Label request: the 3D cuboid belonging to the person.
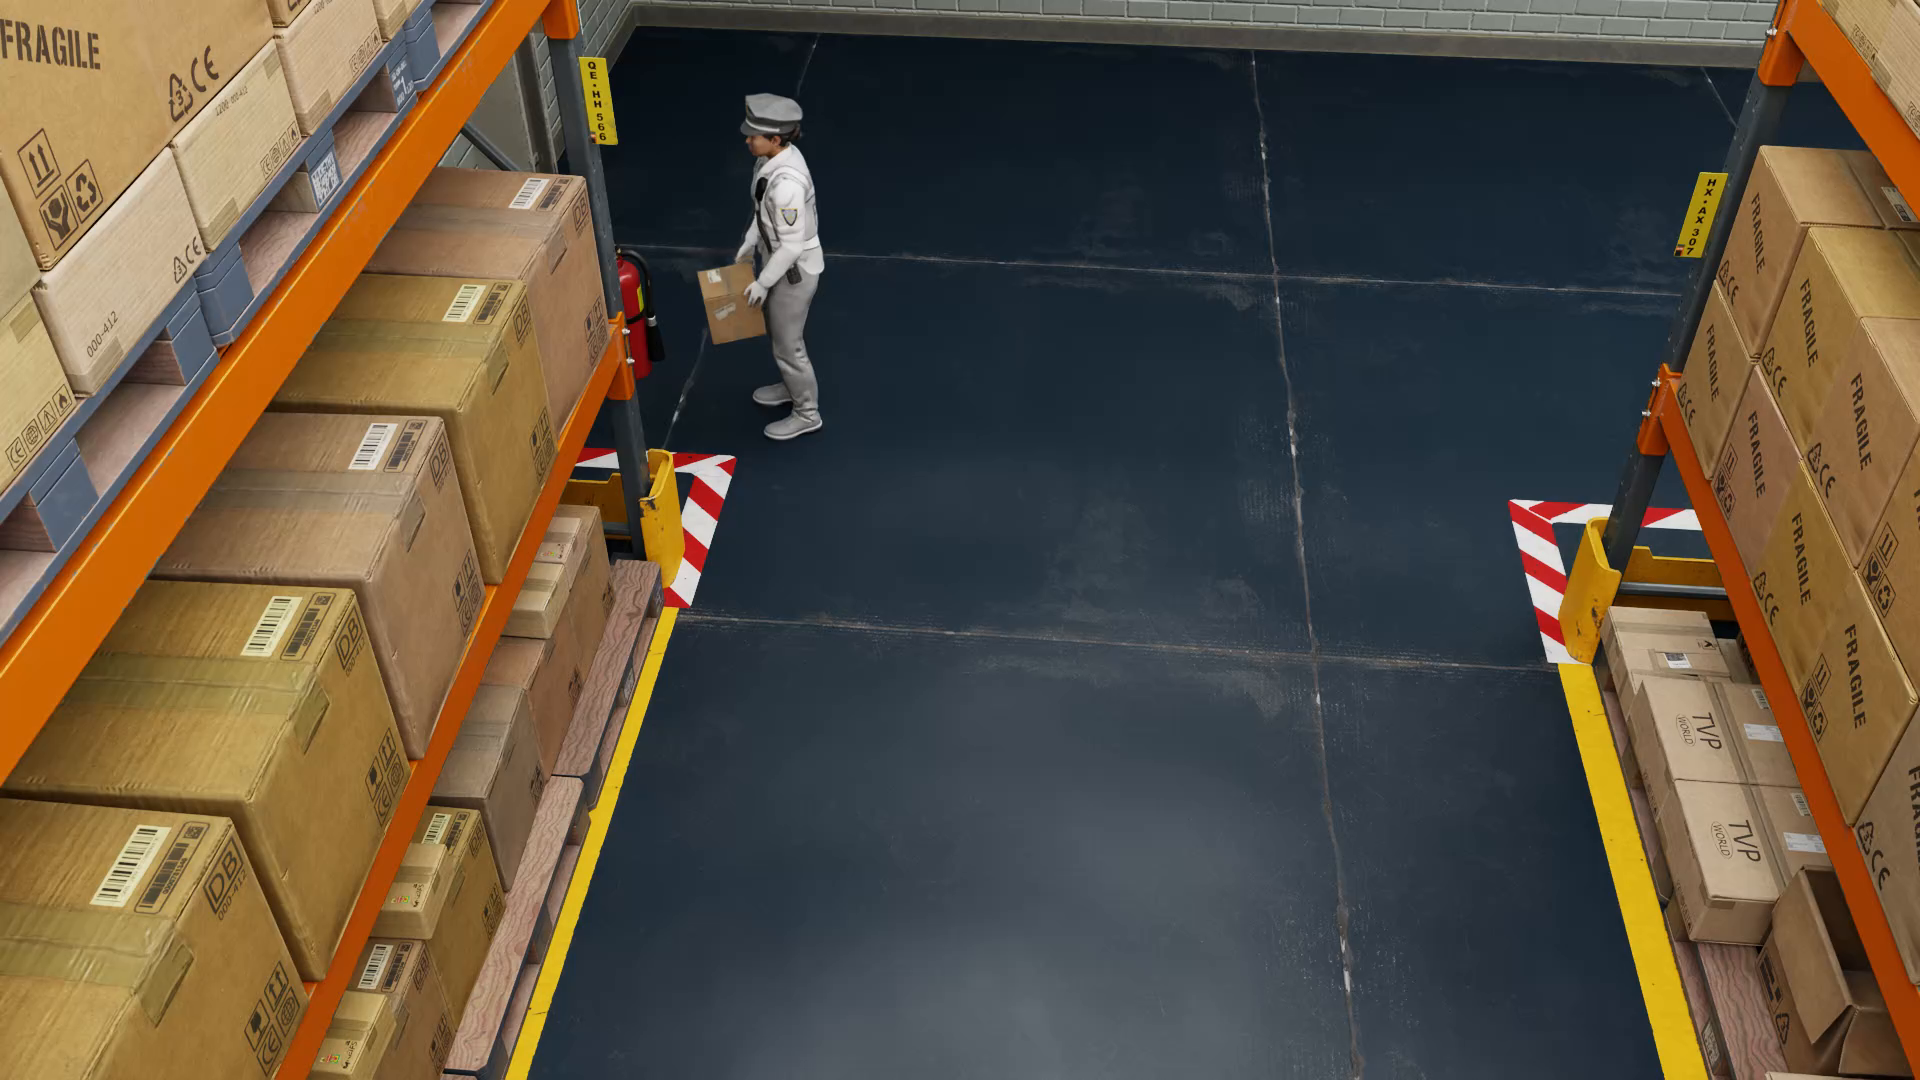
[{"bbox_3d":[-0.820,-1.240,7.603,0.384,1.680,0.502,-9,41,-11],"label":"person"}]
